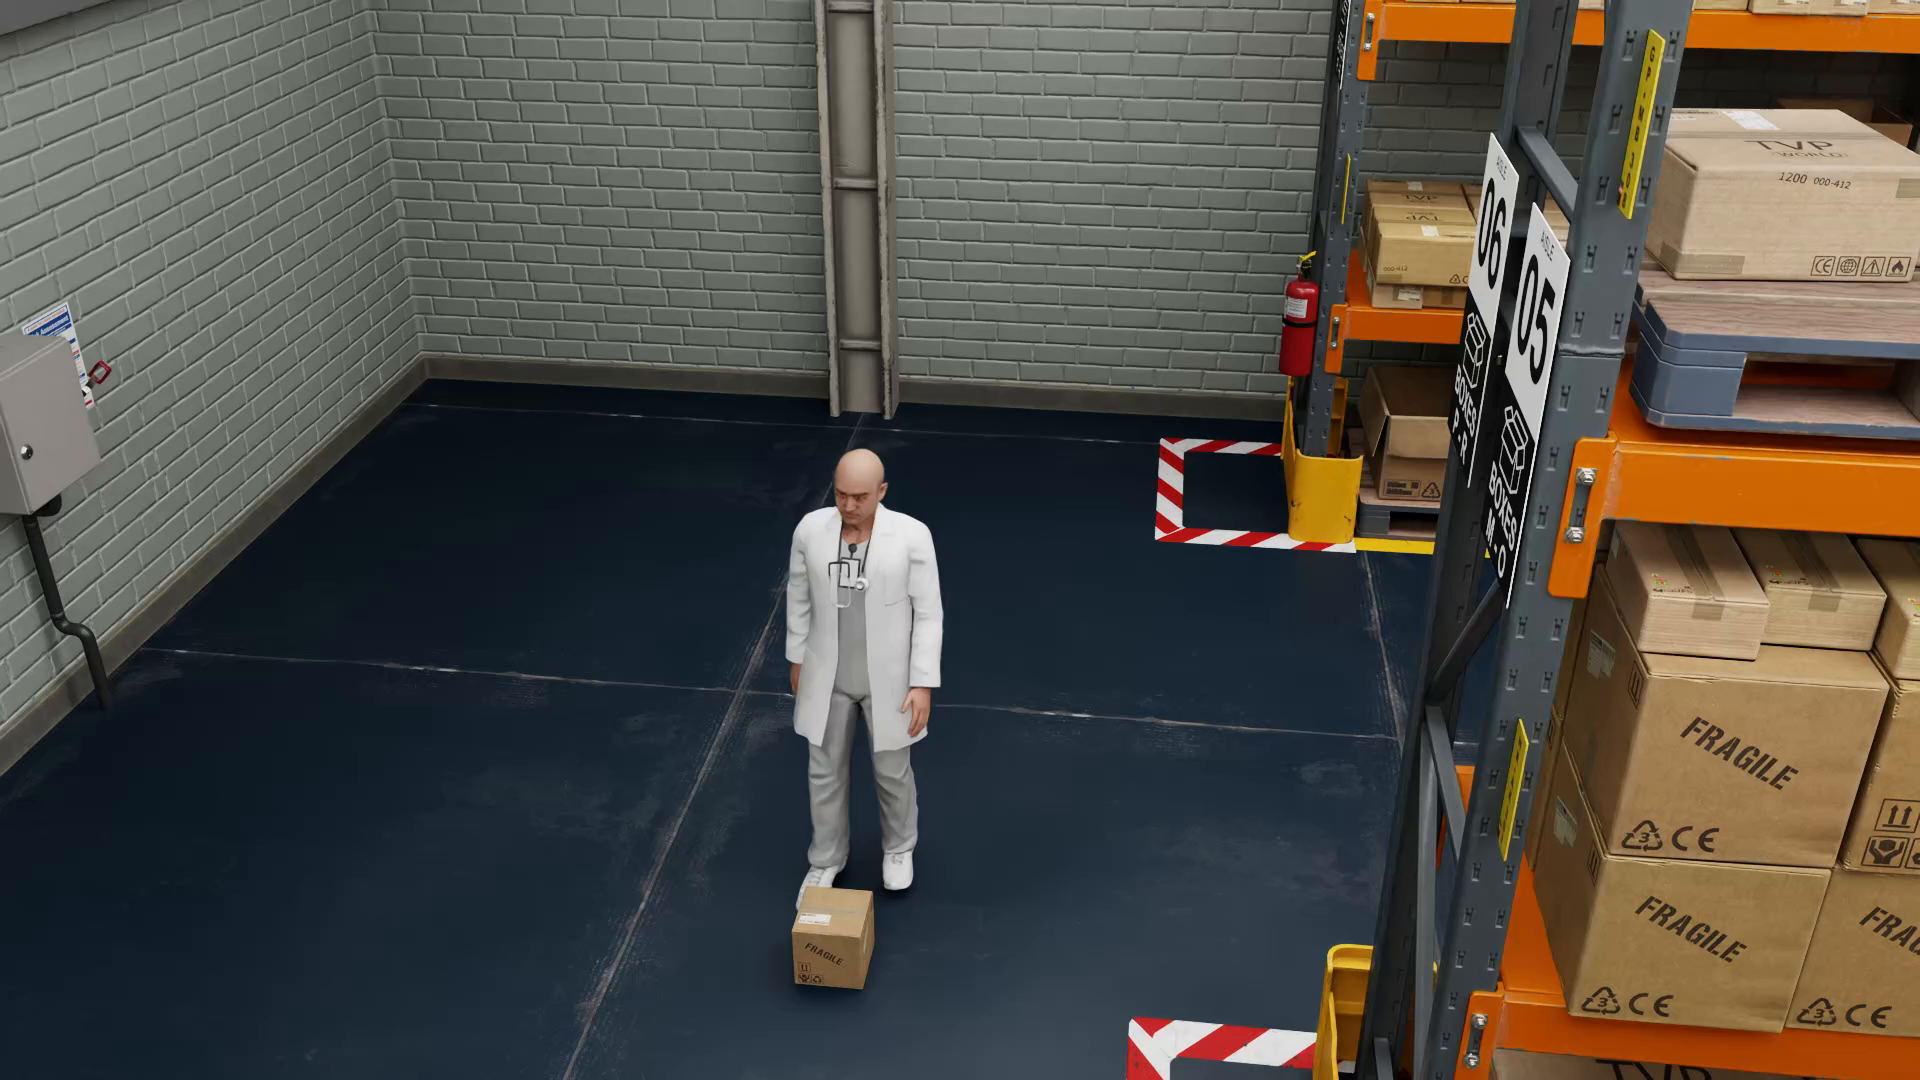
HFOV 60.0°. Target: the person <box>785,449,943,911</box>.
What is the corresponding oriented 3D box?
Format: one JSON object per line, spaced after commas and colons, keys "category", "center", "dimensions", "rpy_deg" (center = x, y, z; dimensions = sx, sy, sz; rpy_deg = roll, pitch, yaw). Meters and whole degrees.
{"category": "person", "center": [-0.375, 0.539, 6.100], "dimensions": [0.629, 1.791, 0.540], "rpy_deg": [5, 28, 10]}
